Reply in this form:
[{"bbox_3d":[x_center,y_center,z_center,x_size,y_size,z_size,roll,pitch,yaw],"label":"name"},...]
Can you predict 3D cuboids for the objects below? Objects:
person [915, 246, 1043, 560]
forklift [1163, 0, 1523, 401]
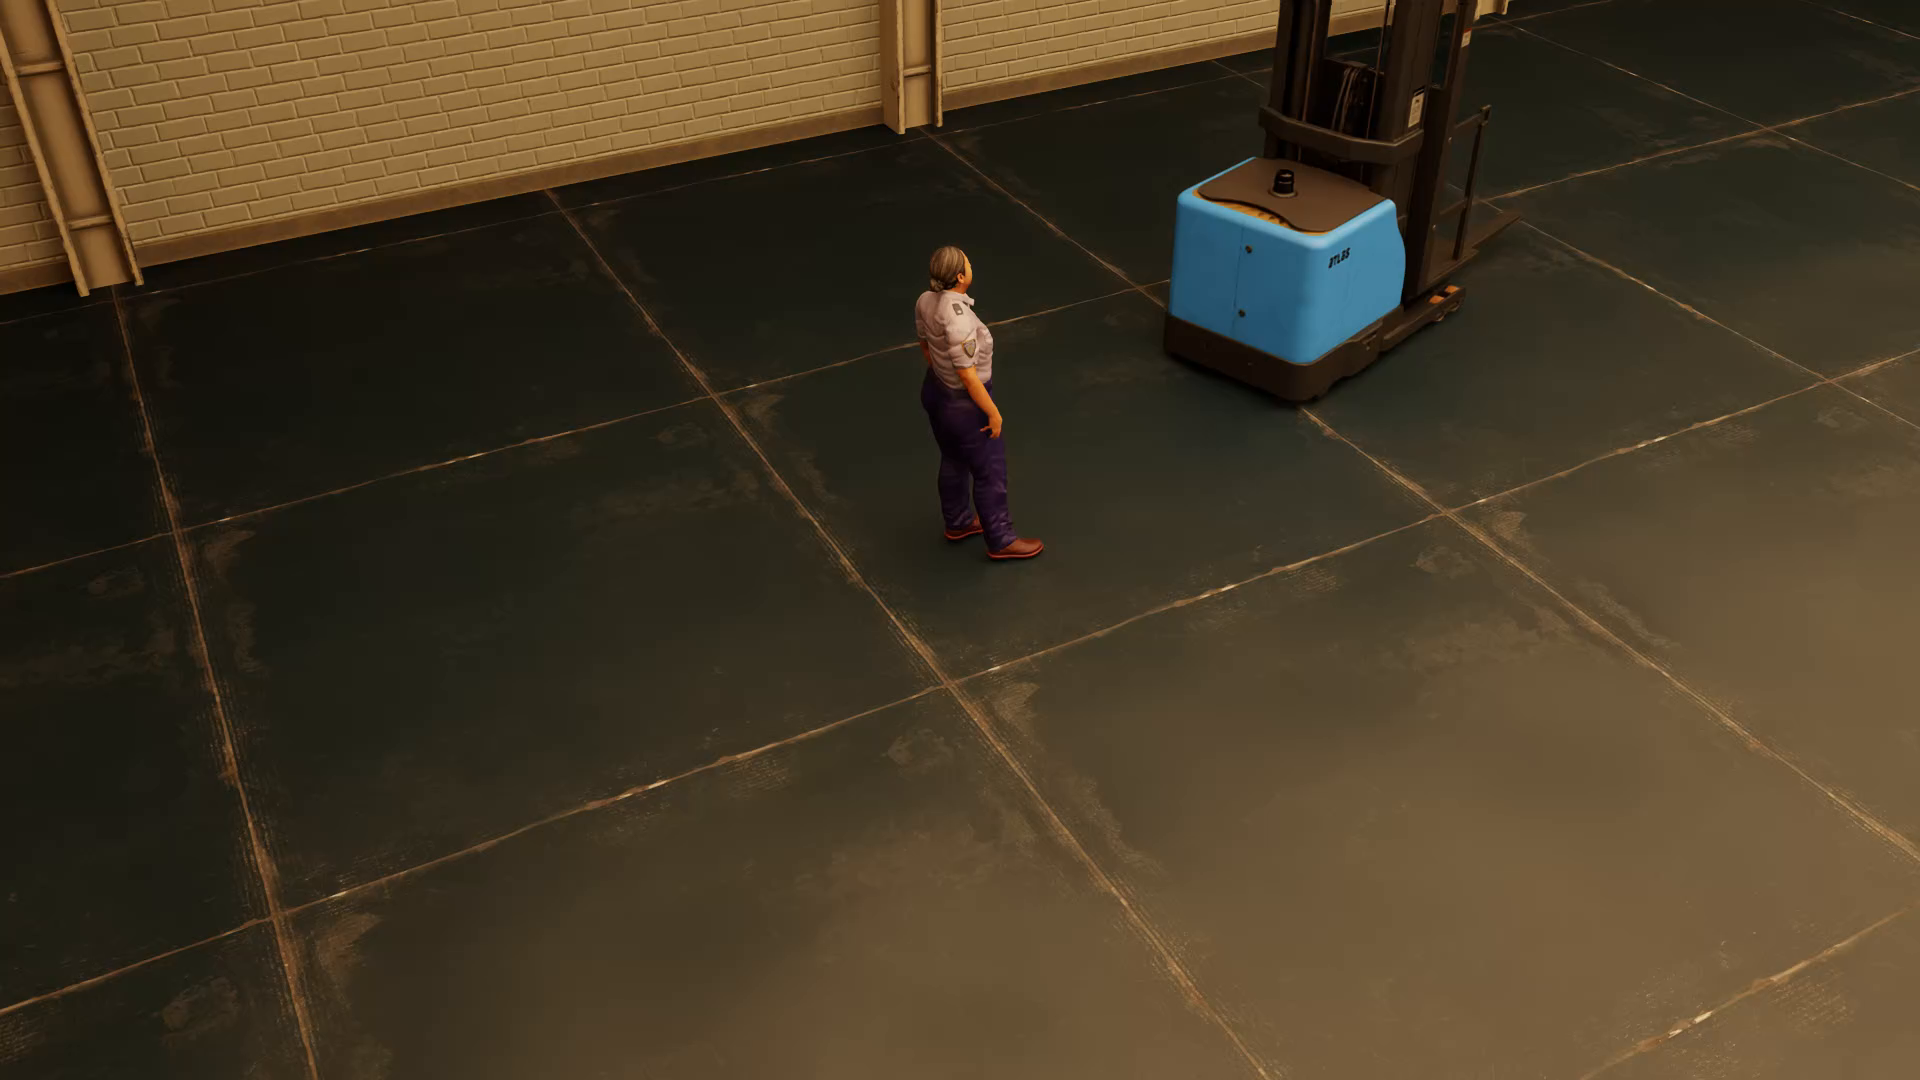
[{"bbox_3d":[0.090,-0.687,8.204,0.502,1.641,0.598,-17,39,-23],"label":"person"},{"bbox_3d":[2.616,-2.770,10.041,1.130,2.935,3.031,28,44,34],"label":"forklift"}]
